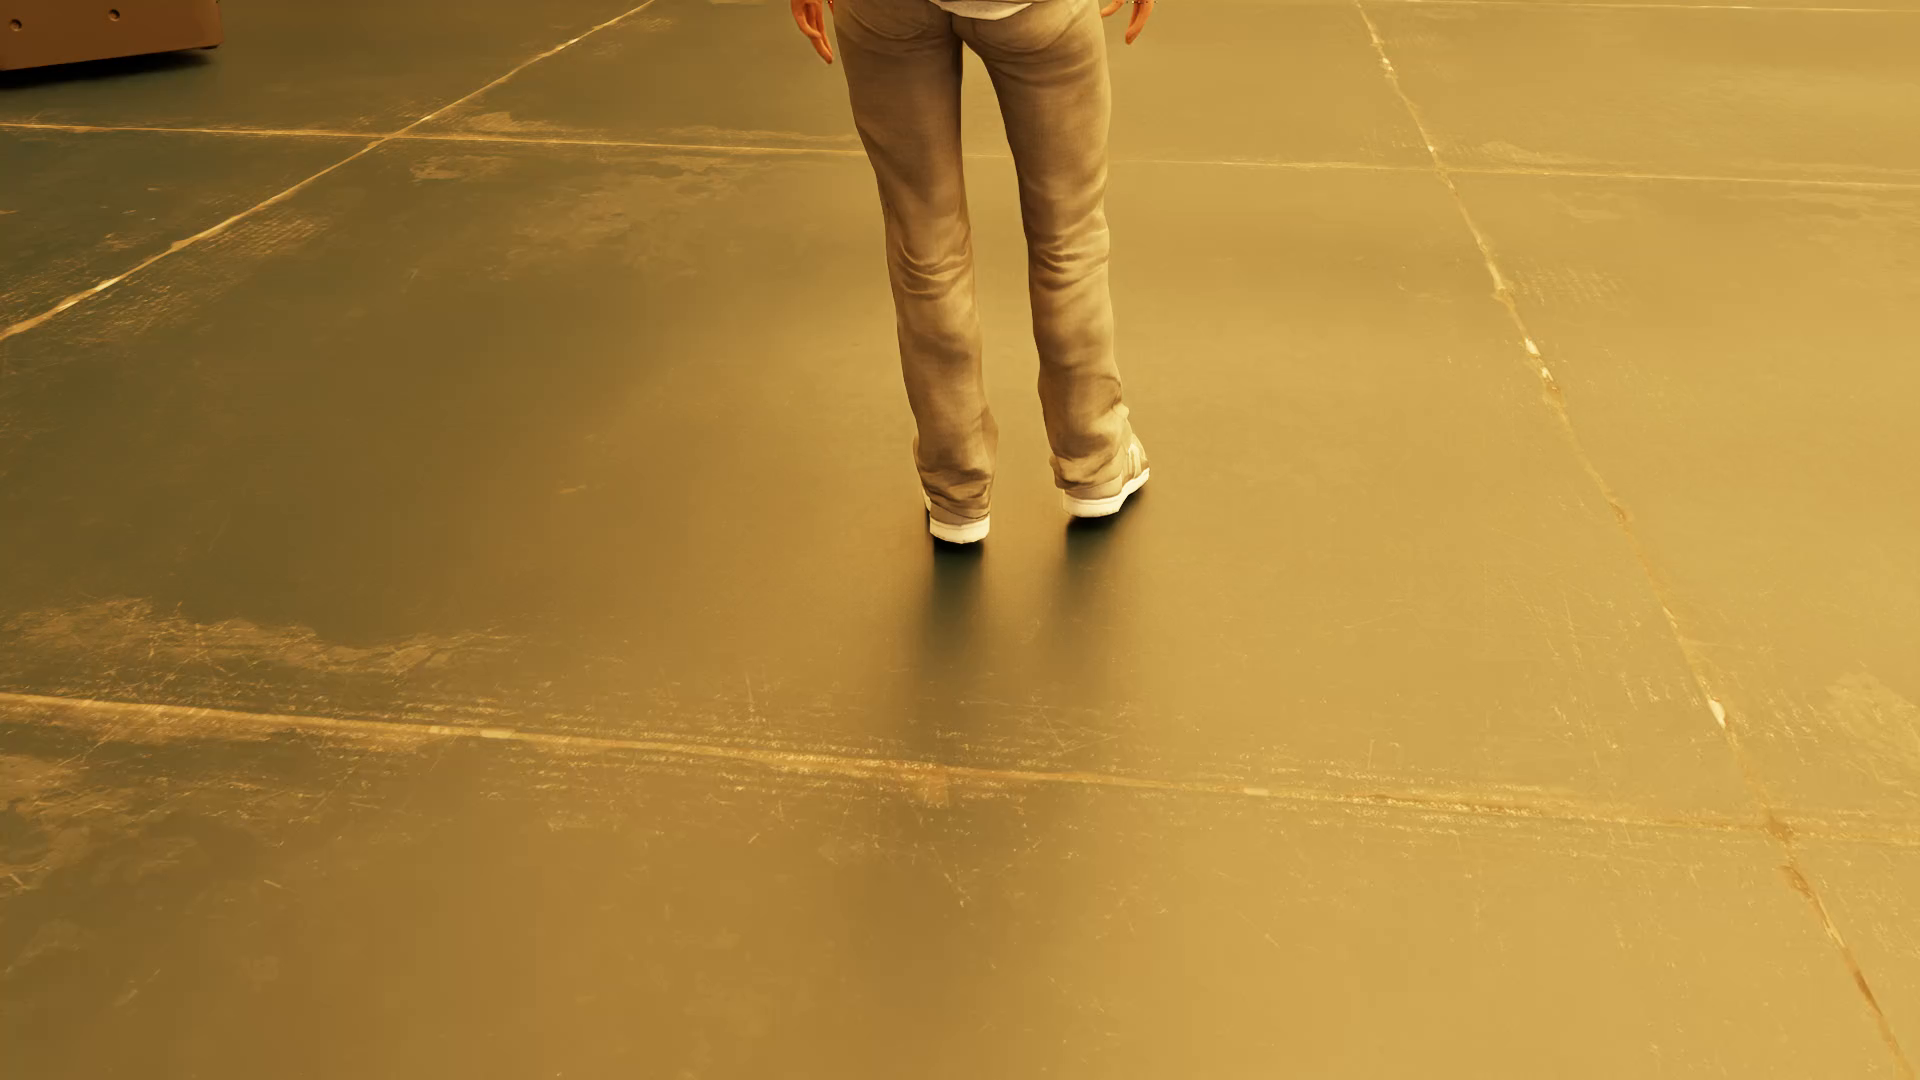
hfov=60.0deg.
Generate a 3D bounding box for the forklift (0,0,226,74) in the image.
[{"bbox_3d":[-3.937,-3.333,5.898,1.130,2.935,3.031,-22,34,-37],"label":"forklift"}]

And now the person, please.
[{"bbox_3d":[0.024,-0.754,2.205,0.520,1.599,0.473,3,27,7],"label":"person"}]
